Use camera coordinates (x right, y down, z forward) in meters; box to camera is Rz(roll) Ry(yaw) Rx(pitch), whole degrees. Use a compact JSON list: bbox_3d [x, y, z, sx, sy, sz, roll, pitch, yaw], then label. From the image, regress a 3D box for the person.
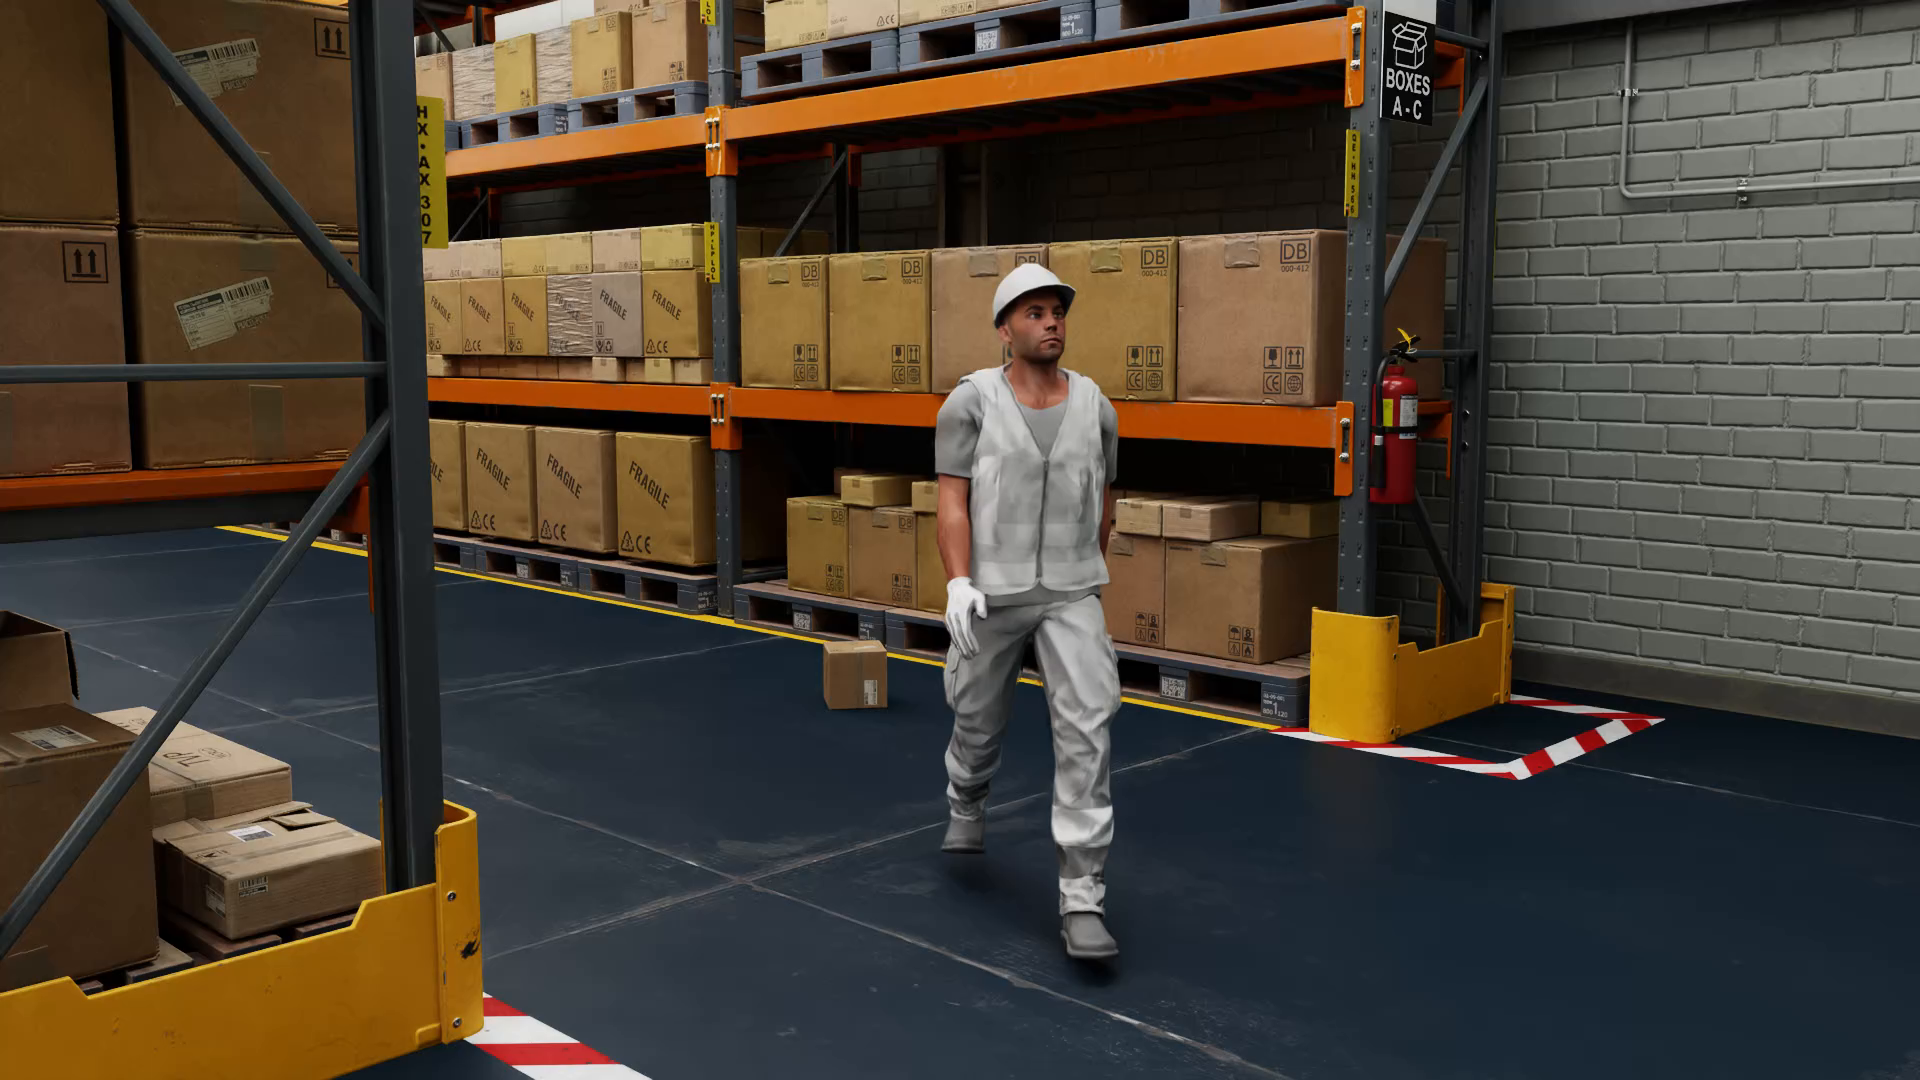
[{"bbox_3d":[0.185,0.145,4.441,0.516,1.747,1.034,-1,7,-7],"label":"person"}]
